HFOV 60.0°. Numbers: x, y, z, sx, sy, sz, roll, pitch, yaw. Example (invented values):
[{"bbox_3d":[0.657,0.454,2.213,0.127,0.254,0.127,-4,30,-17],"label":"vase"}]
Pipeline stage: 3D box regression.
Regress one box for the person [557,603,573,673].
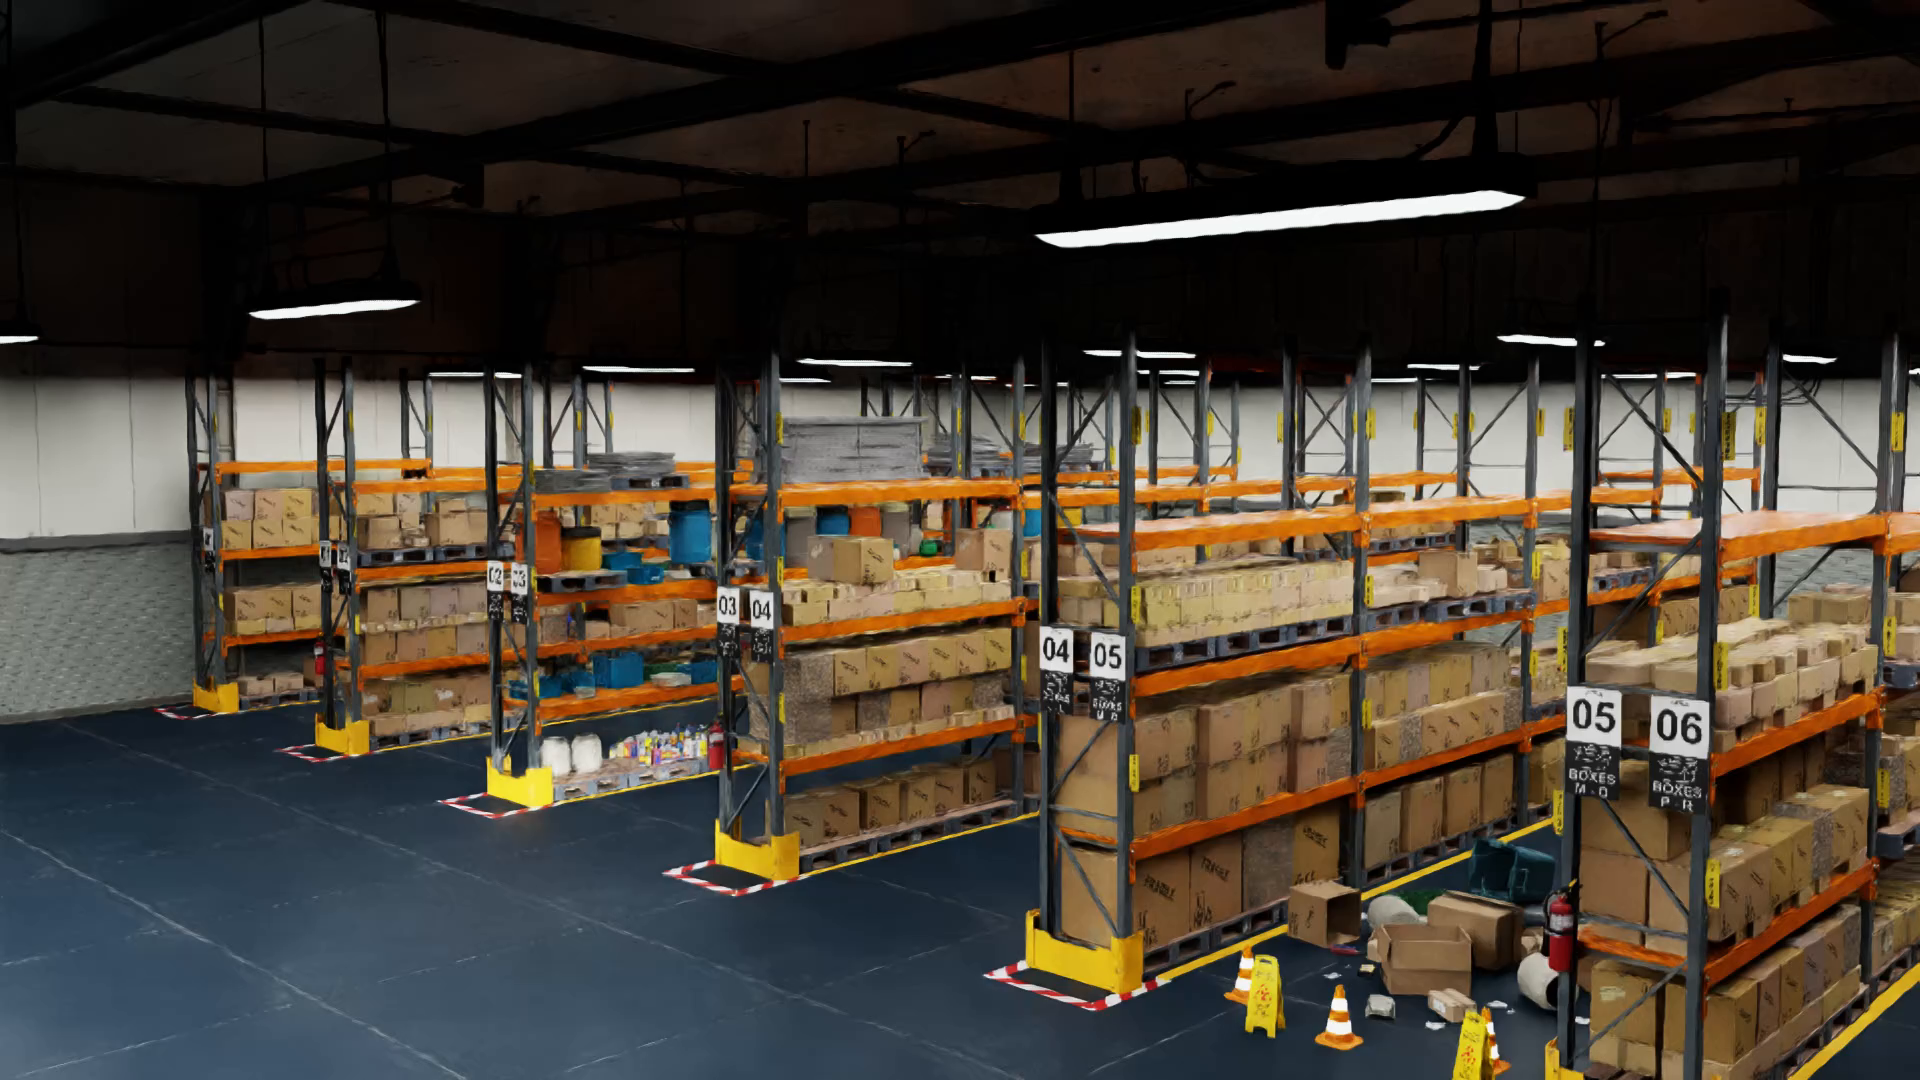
[{"bbox_3d":[-7.527,1.929,31.475,0.415,1.655,0.495,1,5,15],"label":"person"}]
